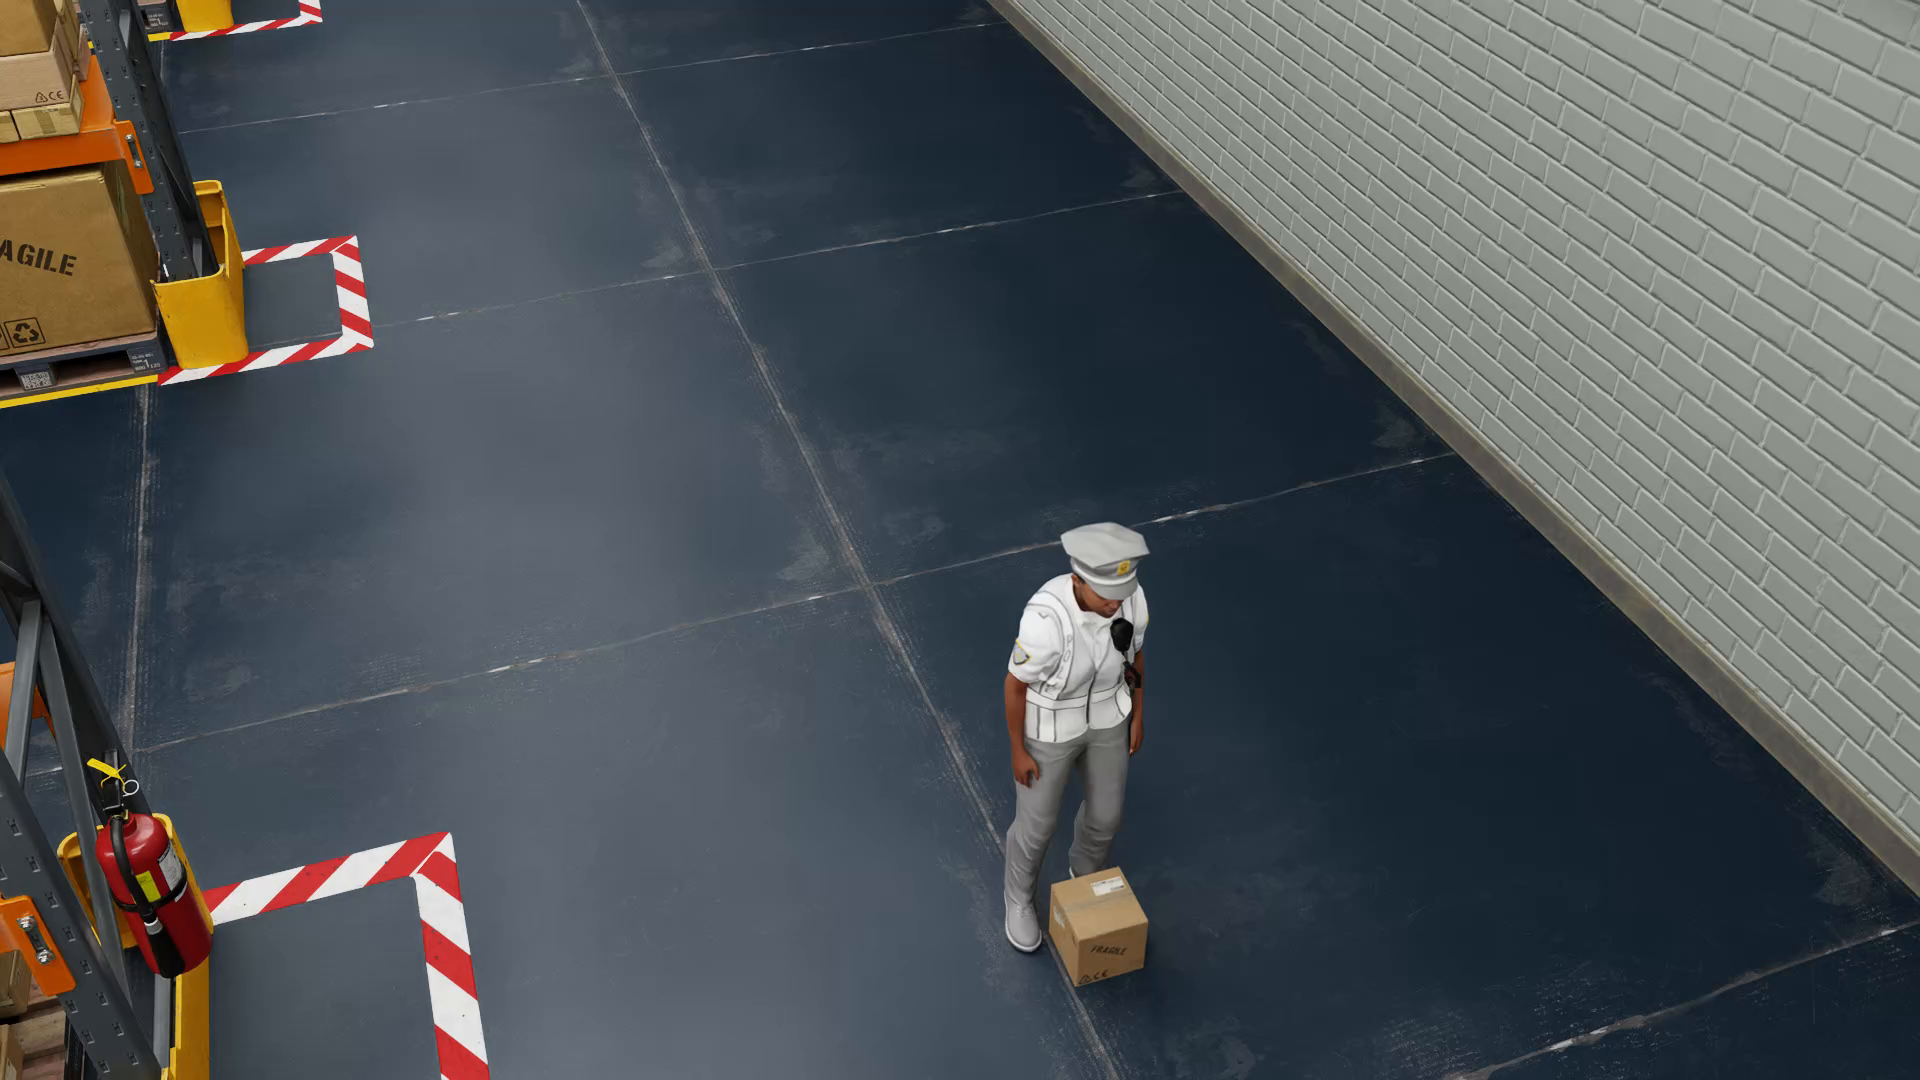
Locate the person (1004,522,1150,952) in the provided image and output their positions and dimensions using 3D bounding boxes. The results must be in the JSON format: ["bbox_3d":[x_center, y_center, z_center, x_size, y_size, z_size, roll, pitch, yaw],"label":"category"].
[{"bbox_3d":[0.367,0.617,5.362,0.509,1.658,0.391,-14,40,-17],"label":"person"}]
